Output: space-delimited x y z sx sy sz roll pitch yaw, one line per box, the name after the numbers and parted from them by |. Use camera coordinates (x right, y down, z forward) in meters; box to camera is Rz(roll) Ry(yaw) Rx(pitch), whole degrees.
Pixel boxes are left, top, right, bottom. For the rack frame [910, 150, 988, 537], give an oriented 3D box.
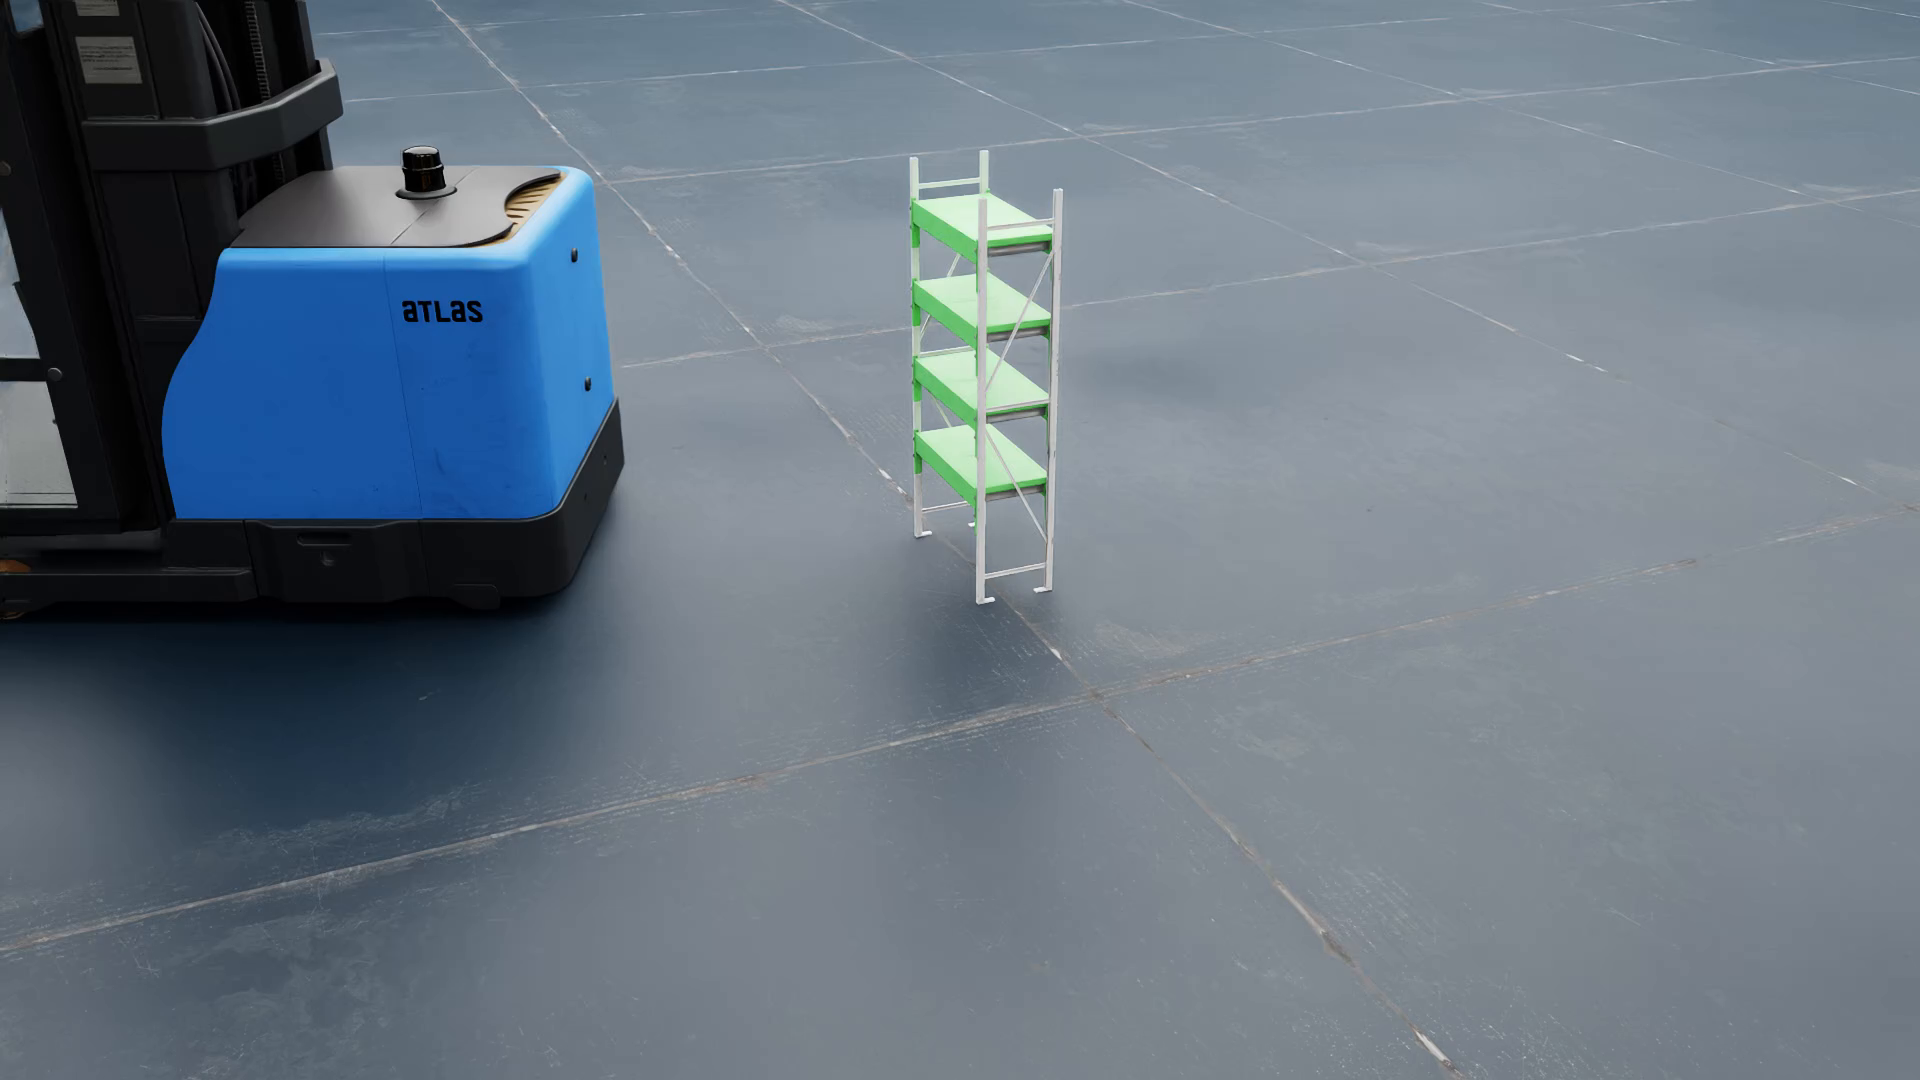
-0.031 -0.571 5.052 0.240 1.200 0.015 -11 28 -21 | rack frame

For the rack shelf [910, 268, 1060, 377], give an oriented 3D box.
0.065 -0.631 4.773 0.258 0.148 0.480 -11 28 -21 | rack shelf

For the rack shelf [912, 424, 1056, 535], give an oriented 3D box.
0.065 -0.199 4.983 0.258 0.148 0.480 -11 28 -21 | rack shelf

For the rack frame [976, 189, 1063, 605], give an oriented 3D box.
0.160 -0.374 4.648 0.240 1.200 0.015 -11 28 -21 | rack frame

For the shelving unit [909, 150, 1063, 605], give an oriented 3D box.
0.065 -0.472 4.850 0.258 1.200 0.503 -11 28 -21 | shelving unit

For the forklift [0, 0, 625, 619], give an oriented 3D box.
-2.647 -1.322 4.616 3.031 2.935 1.130 0 26 0 | forklift

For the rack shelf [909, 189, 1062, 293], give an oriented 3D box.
0.065 -0.846 4.667 0.258 0.148 0.480 -11 28 -21 | rack shelf

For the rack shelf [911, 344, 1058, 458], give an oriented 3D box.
0.065 -0.415 4.878 0.258 0.148 0.480 -11 28 -21 | rack shelf
